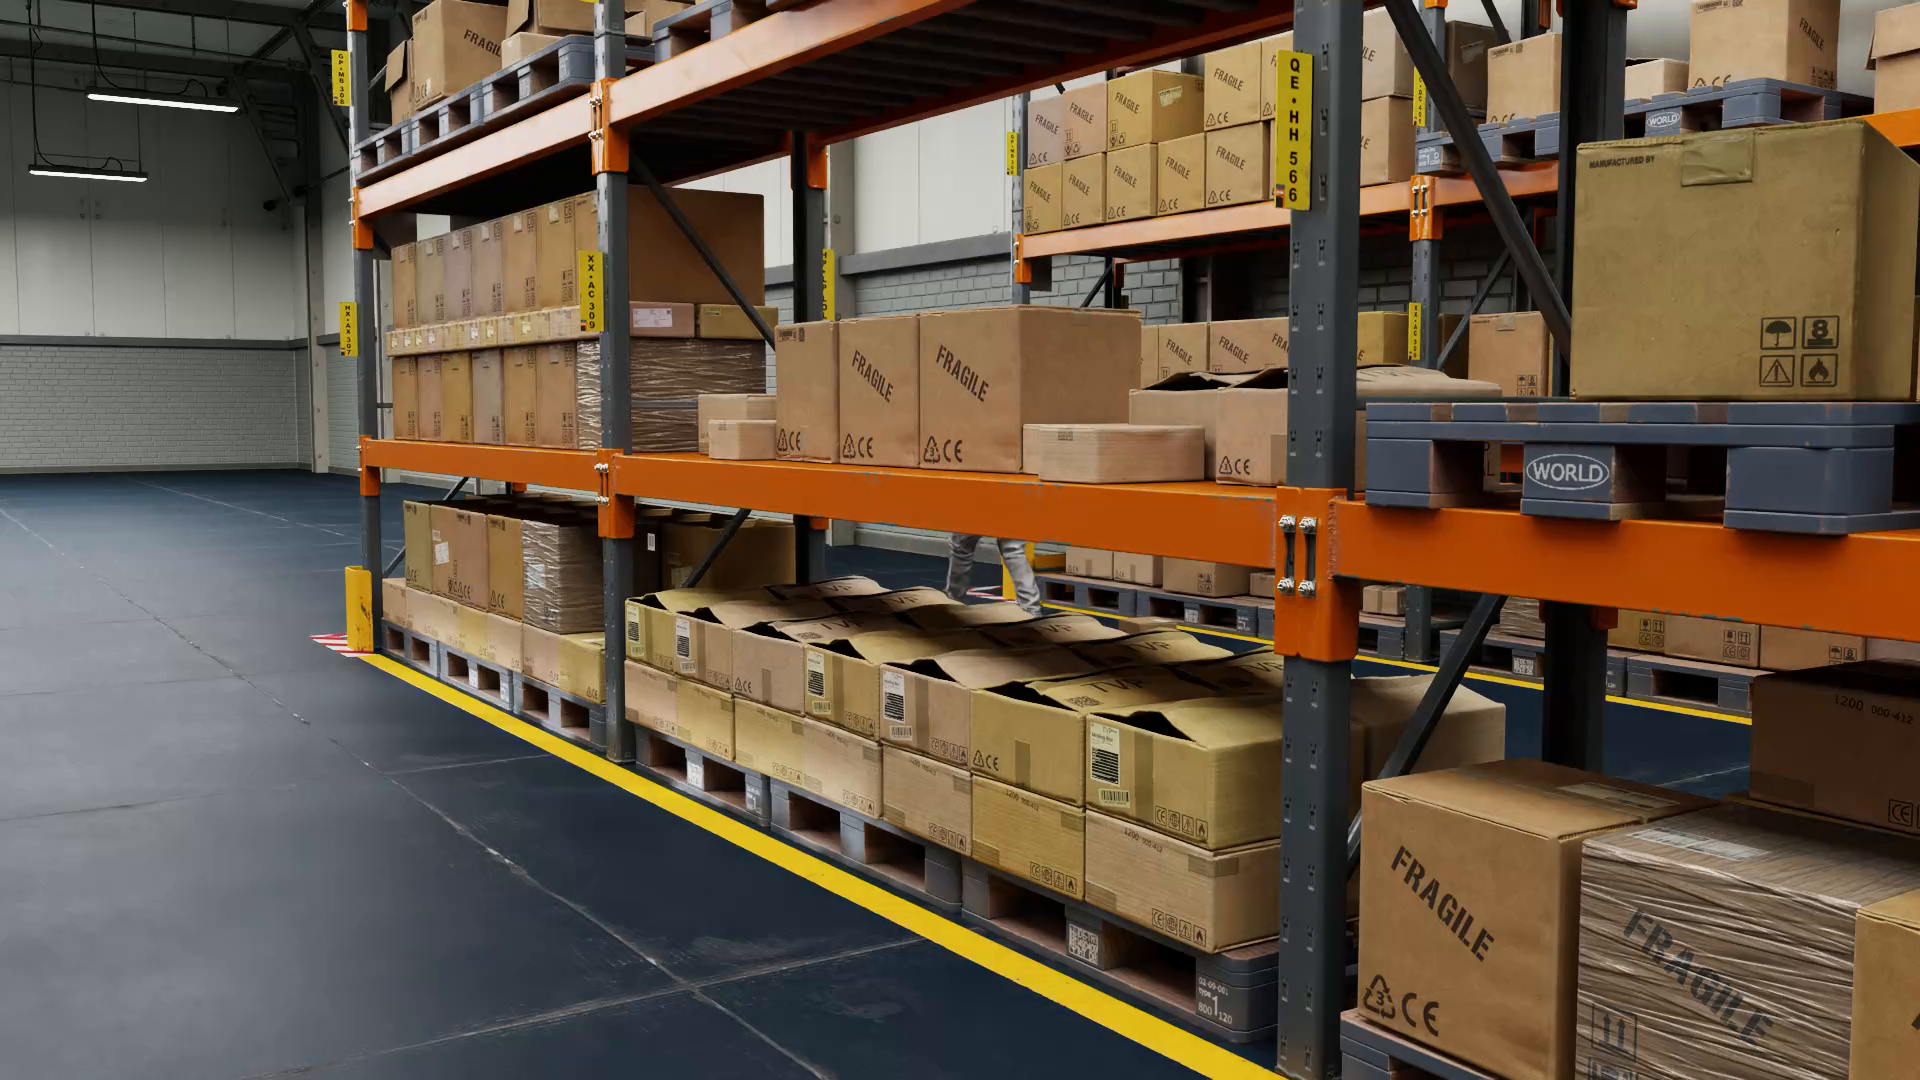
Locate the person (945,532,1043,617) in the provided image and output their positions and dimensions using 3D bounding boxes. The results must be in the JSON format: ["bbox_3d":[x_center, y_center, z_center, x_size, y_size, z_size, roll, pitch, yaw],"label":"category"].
[{"bbox_3d":[0.182,-0.266,10.889,0.538,1.734,1.066,-2,5,-24],"label":"person"}]
